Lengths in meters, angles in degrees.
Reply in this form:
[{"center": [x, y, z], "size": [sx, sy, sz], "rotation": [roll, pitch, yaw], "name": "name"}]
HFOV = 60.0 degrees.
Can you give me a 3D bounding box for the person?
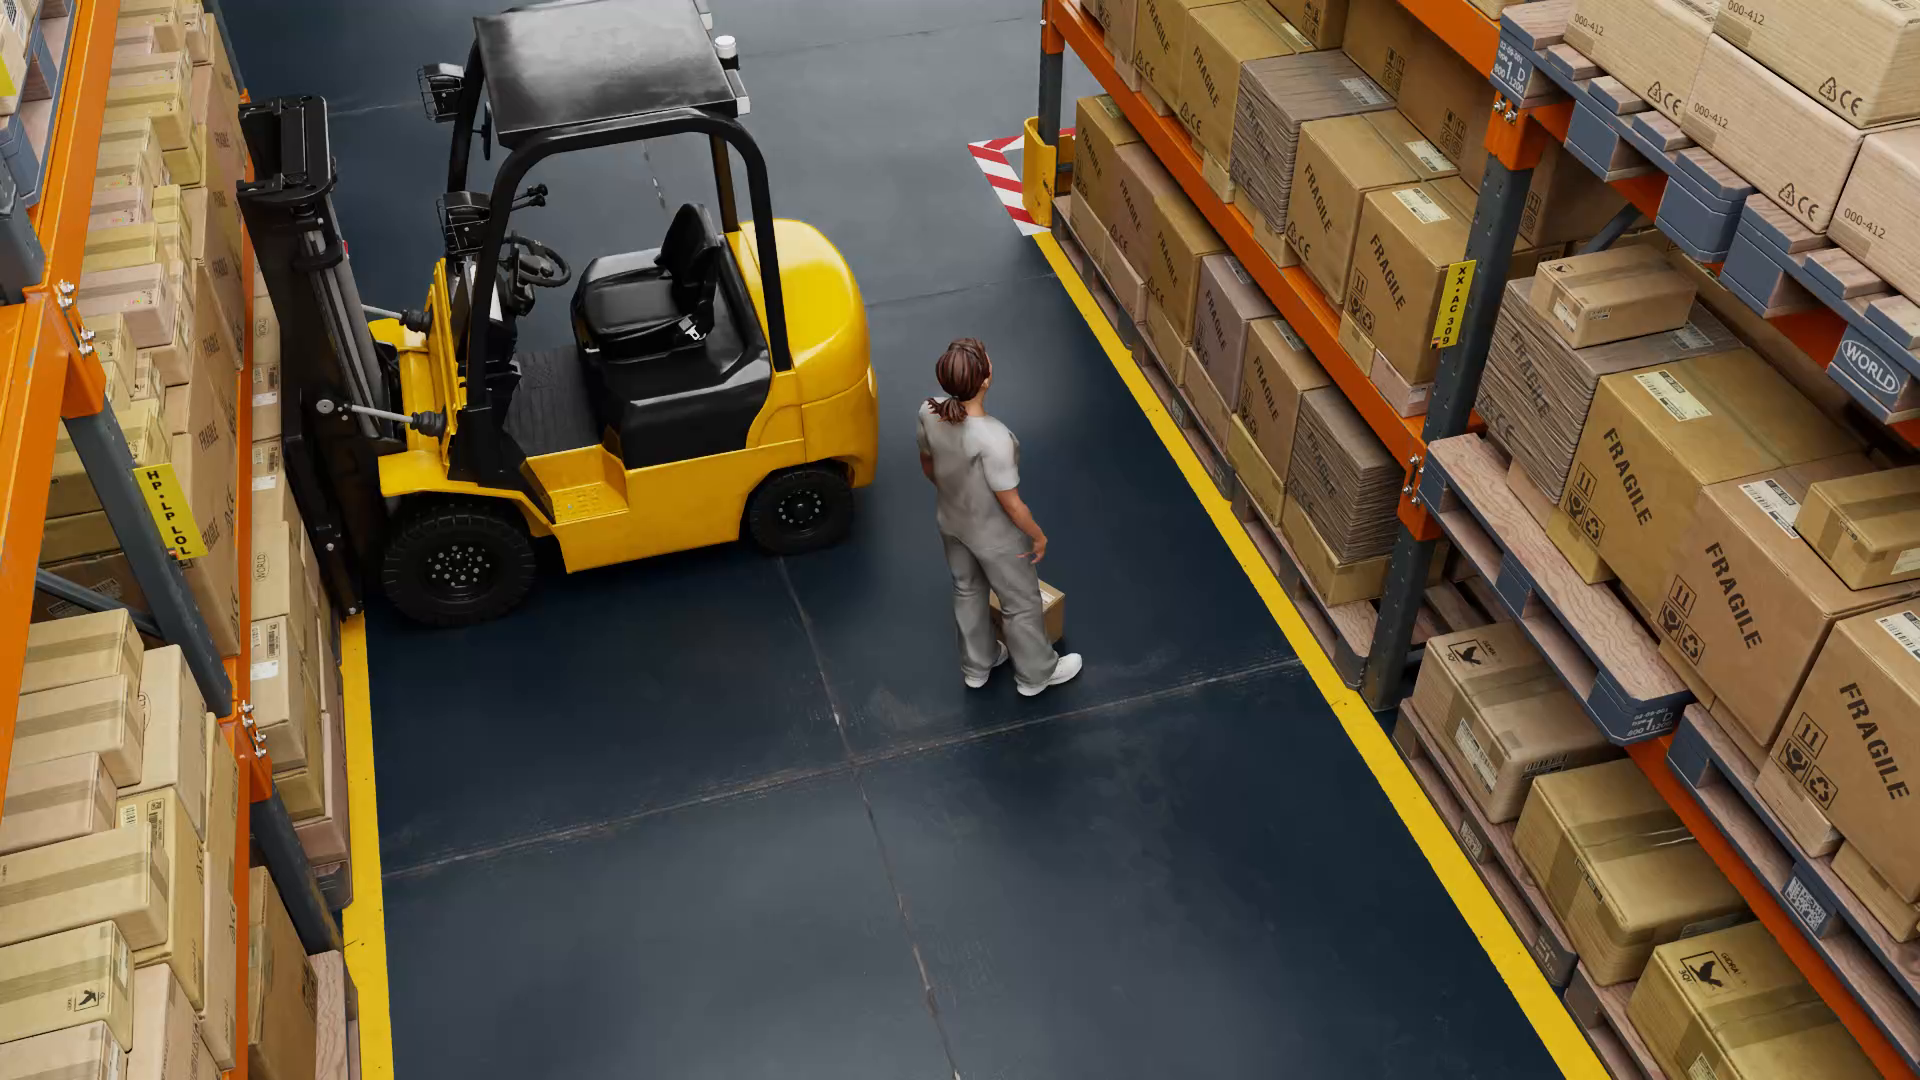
[{"center": [0.133, -0.089, 6.245], "size": [0.550, 1.673, 0.548], "rotation": [33, 52, 31], "name": "person"}]
